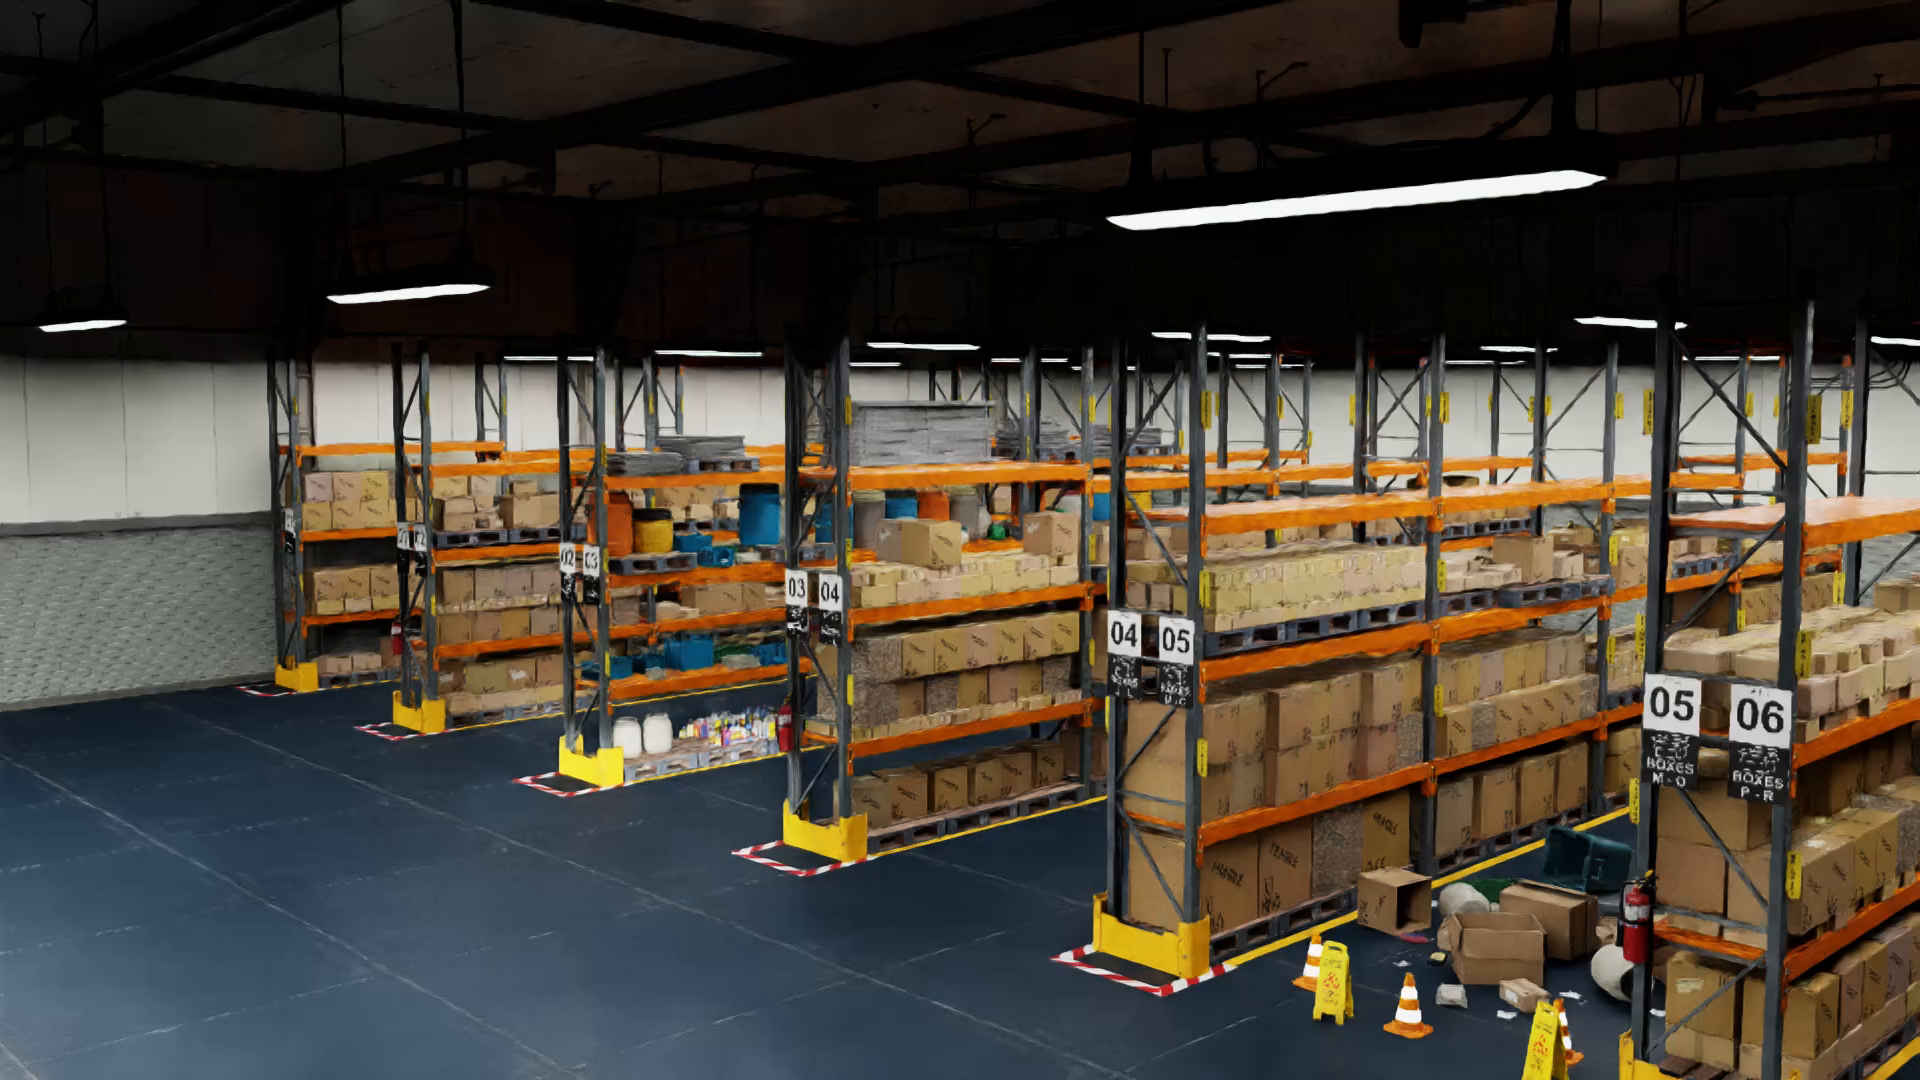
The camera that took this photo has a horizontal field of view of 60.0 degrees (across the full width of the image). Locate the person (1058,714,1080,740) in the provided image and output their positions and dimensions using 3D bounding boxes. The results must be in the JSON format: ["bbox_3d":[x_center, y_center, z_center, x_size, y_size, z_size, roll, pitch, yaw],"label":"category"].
[{"bbox_3d":[1.565,2.234,24.063,0.560,1.668,0.569,-1,5,-12],"label":"person"}]
